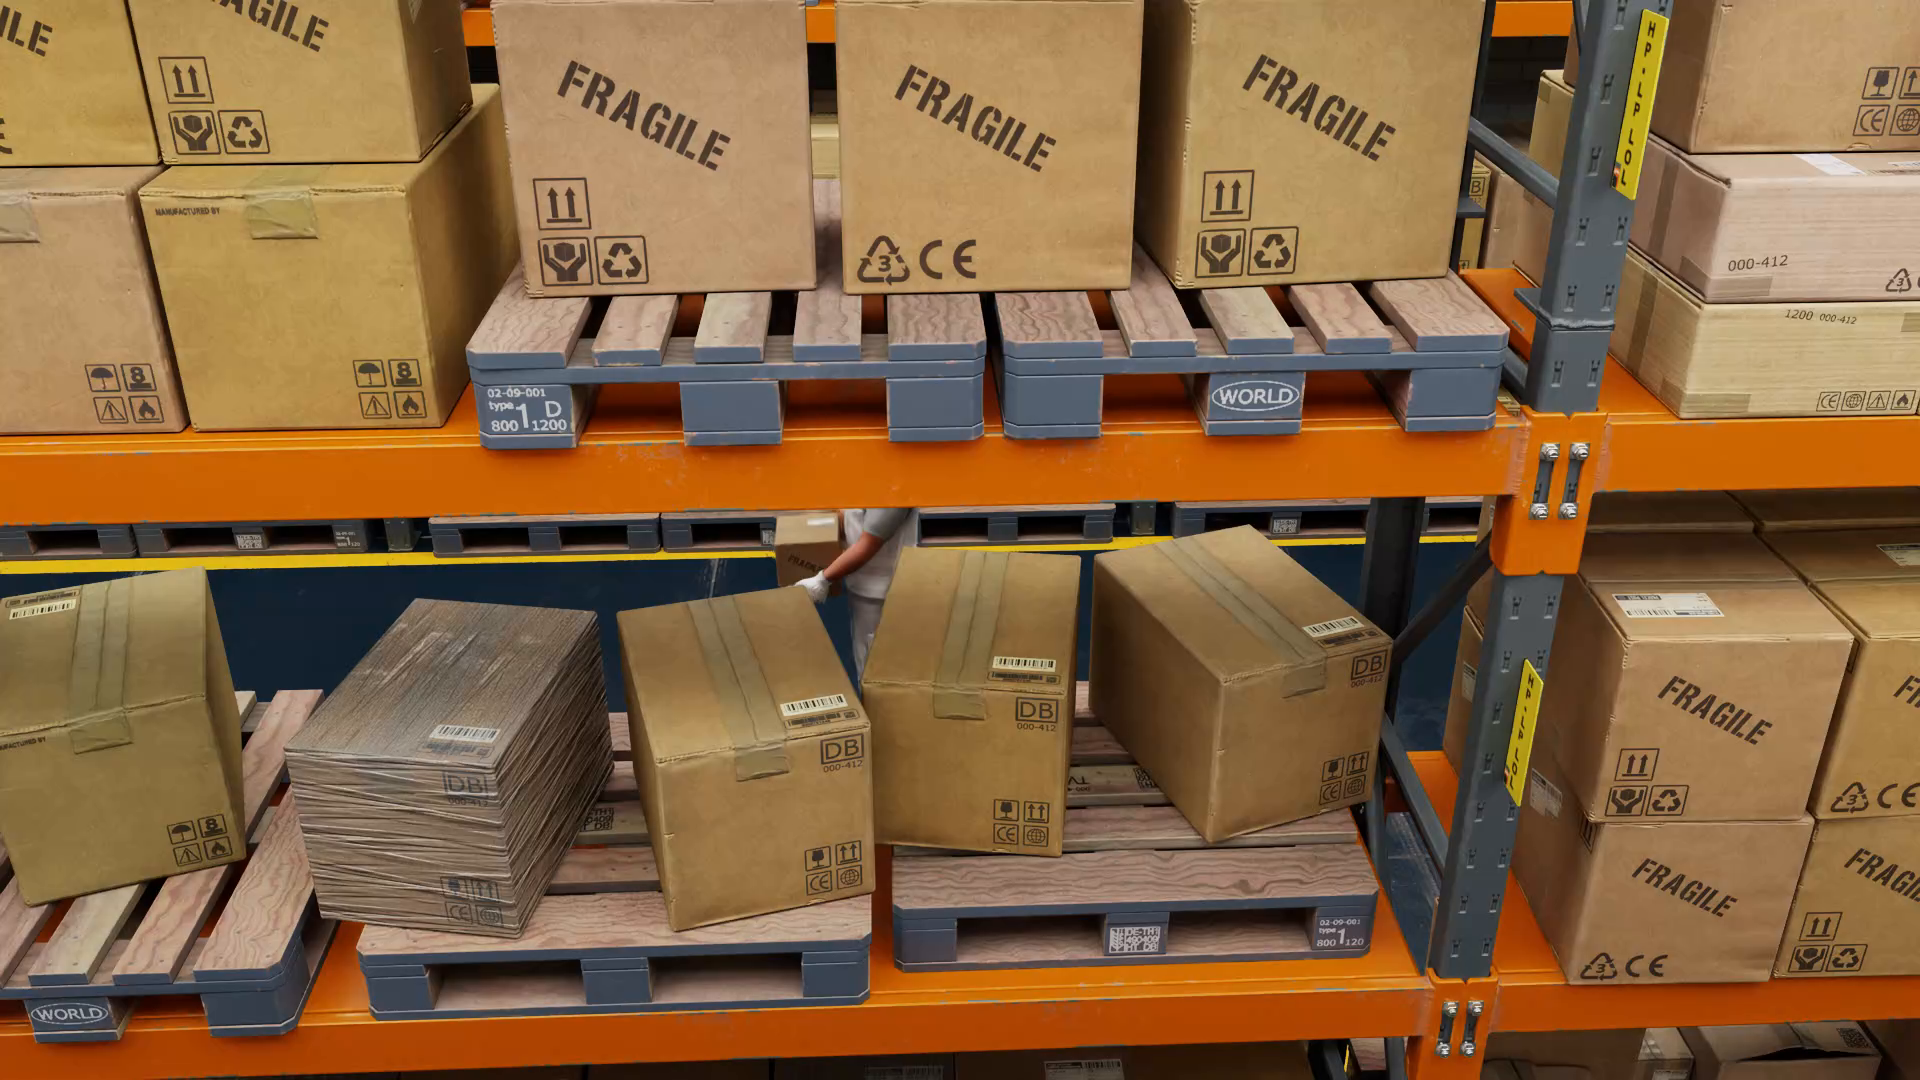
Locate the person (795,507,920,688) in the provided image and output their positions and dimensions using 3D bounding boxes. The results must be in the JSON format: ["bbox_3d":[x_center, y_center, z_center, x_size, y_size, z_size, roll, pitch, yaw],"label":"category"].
[{"bbox_3d":[-0.419,0.193,6.717,0.559,1.790,0.504,-3,28,-6],"label":"person"}]
